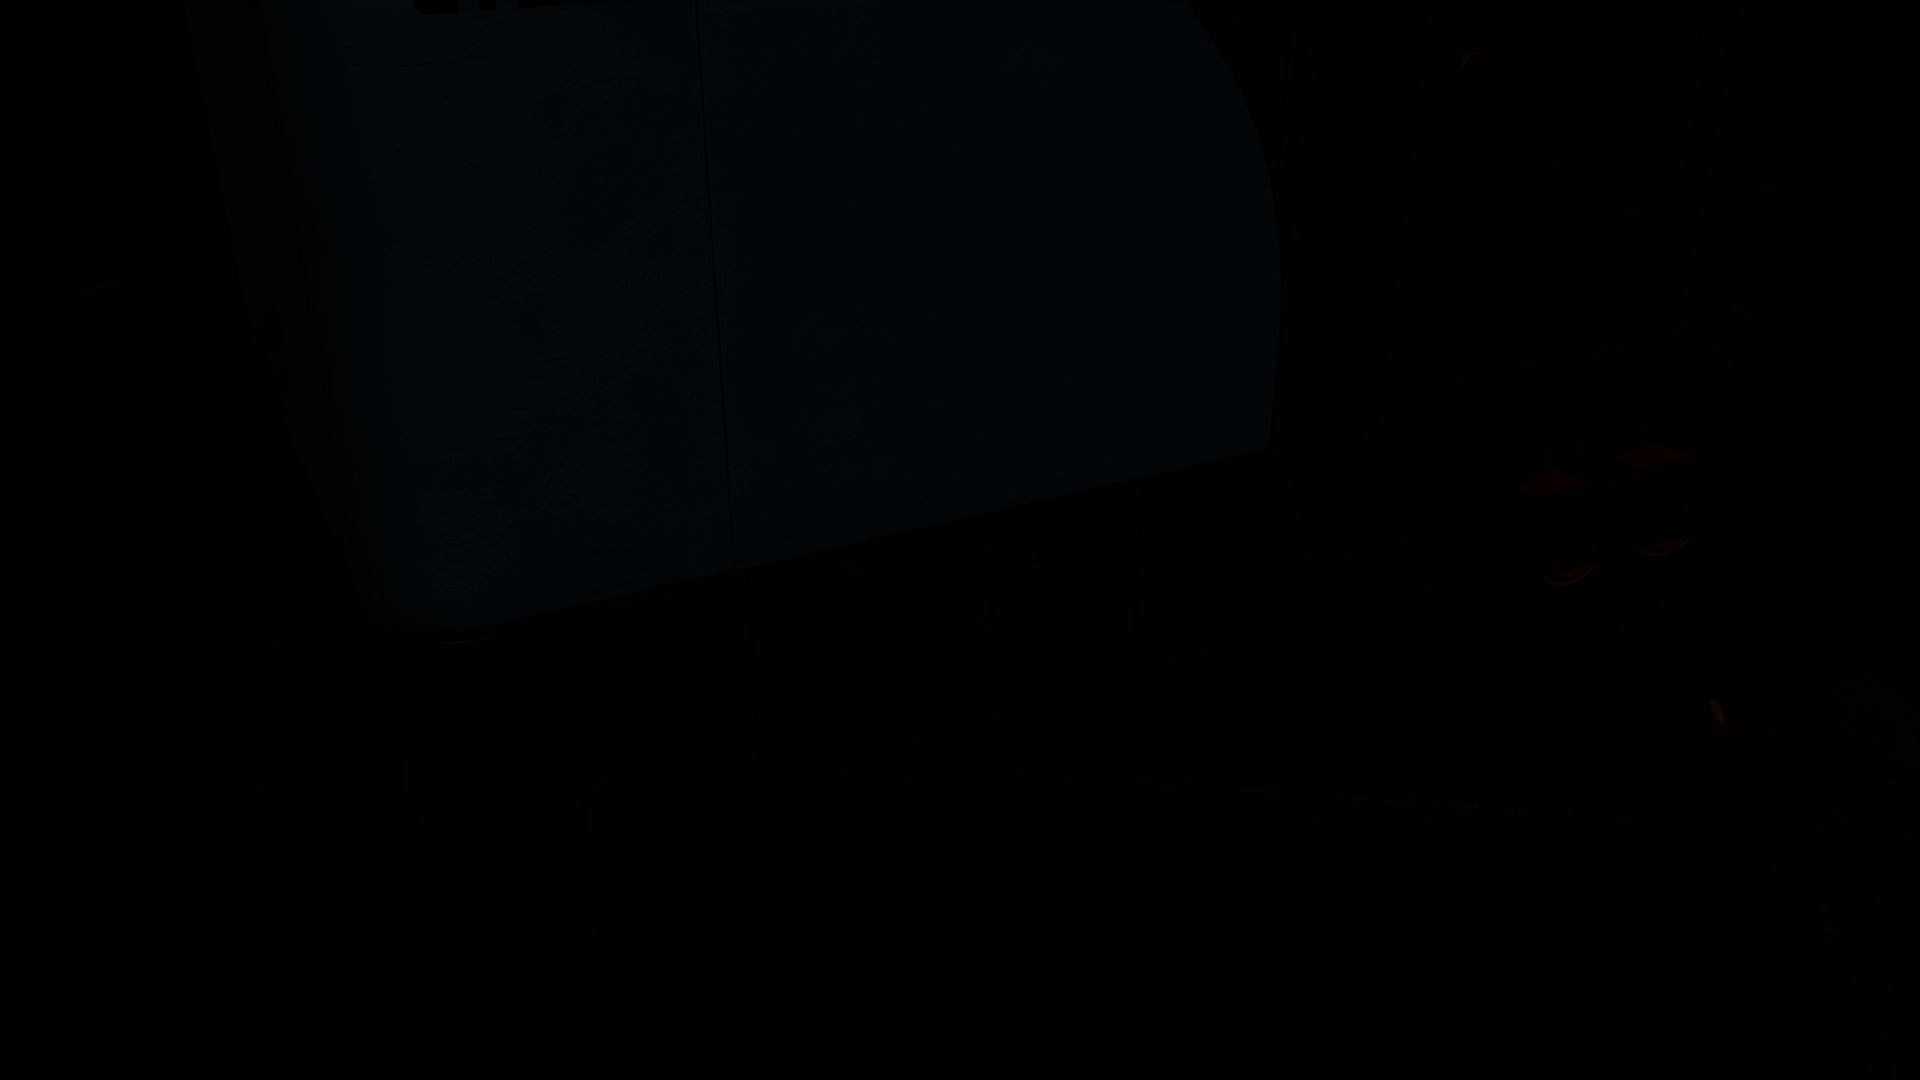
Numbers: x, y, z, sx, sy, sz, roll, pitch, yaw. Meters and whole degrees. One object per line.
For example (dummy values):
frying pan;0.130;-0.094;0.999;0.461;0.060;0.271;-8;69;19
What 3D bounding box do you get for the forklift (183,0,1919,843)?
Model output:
forklift;0.539;-1.440;2.103;3.031;2.935;1.130;-13;29;-25
